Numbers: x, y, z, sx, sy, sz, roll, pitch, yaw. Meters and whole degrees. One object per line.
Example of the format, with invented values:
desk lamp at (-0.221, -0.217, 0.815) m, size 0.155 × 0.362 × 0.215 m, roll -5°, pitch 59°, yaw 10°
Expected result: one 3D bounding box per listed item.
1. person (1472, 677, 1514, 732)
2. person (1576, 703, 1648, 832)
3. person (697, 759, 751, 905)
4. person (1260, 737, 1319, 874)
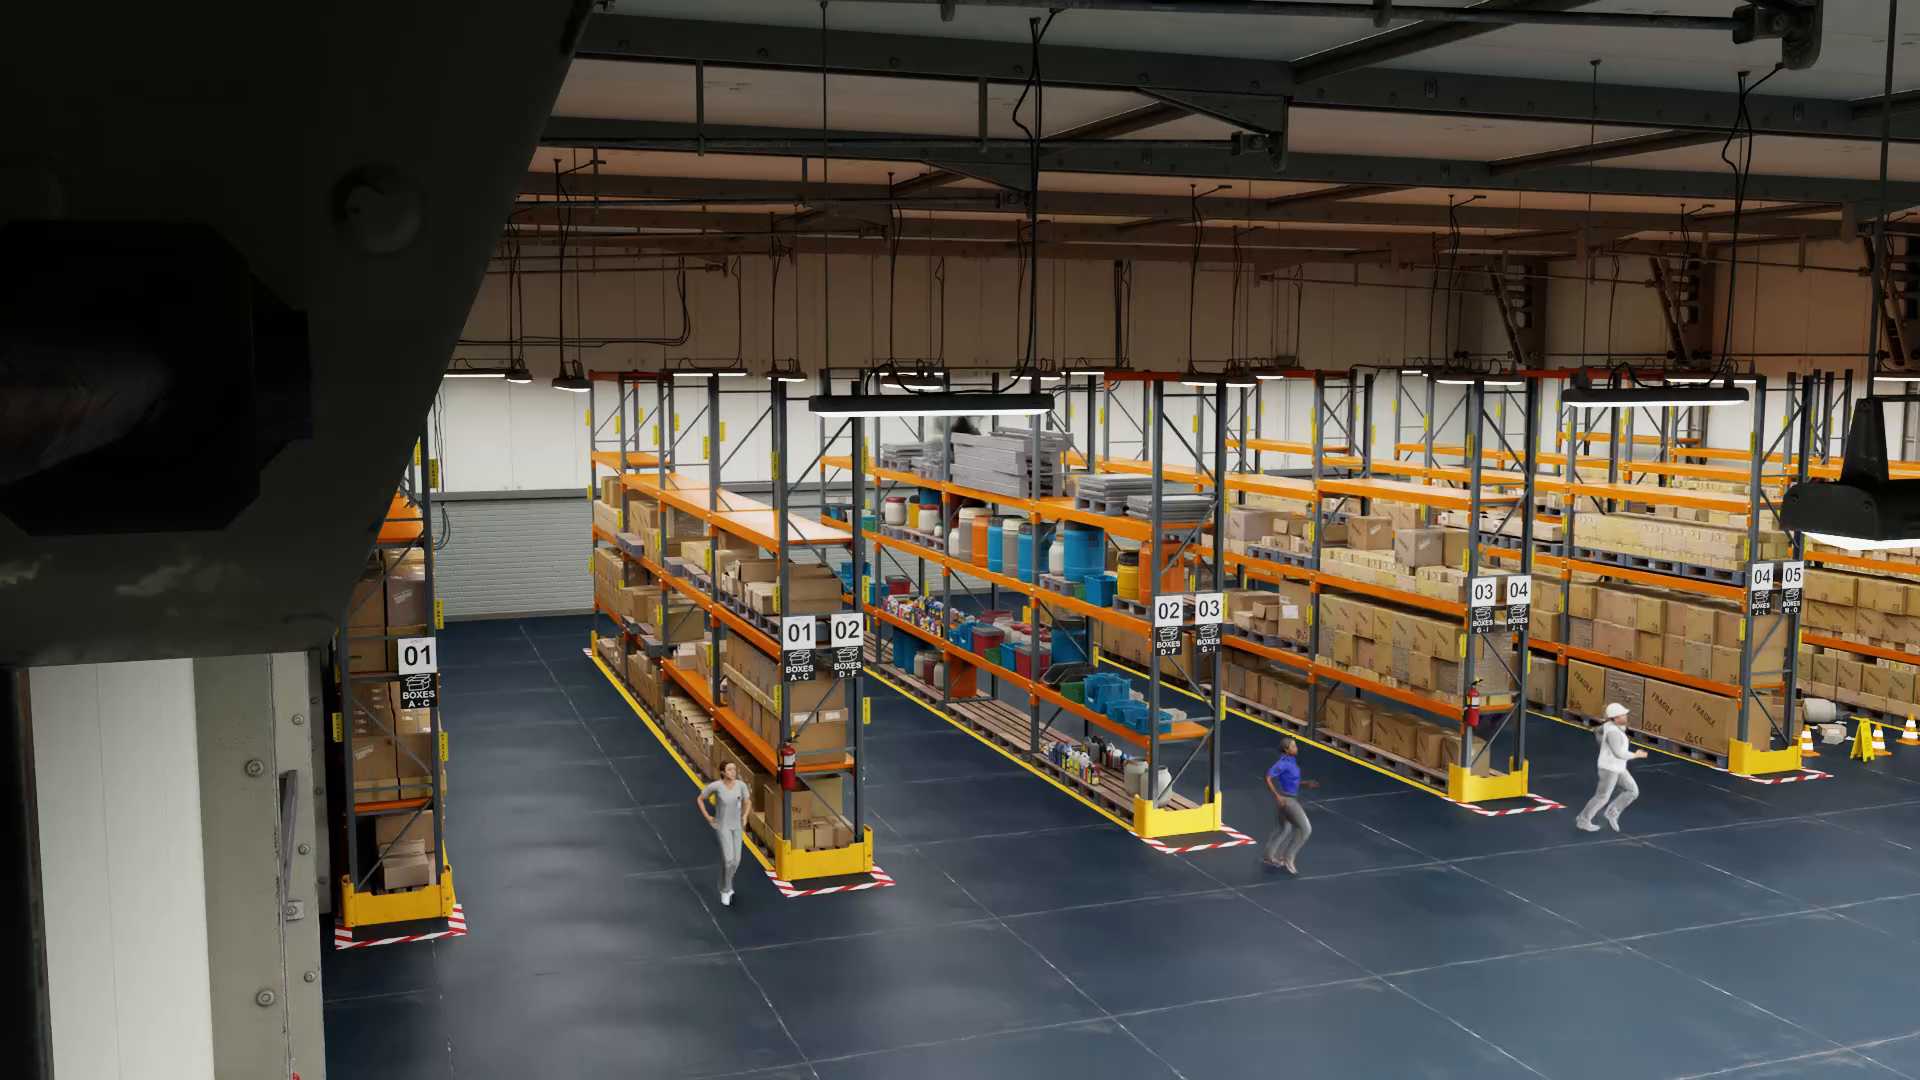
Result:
person at (8.886, 2.430, 27.647) m, size 0.617 × 1.598 × 0.809 m, roll -3°, pitch 7°, yaw -23°
person at (8.617, 3.002, 21.949) m, size 0.846 × 1.748 × 0.665 m, roll 3°, pitch 7°, yaw 25°
person at (-2.689, 3.385, 19.307) m, size 0.605 × 1.705 × 0.574 m, roll -4°, pitch 7°, yaw -30°
person at (4.035, 3.248, 20.360) m, size 0.694 × 1.673 × 0.547 m, roll 2°, pitch 7°, yaw 15°
